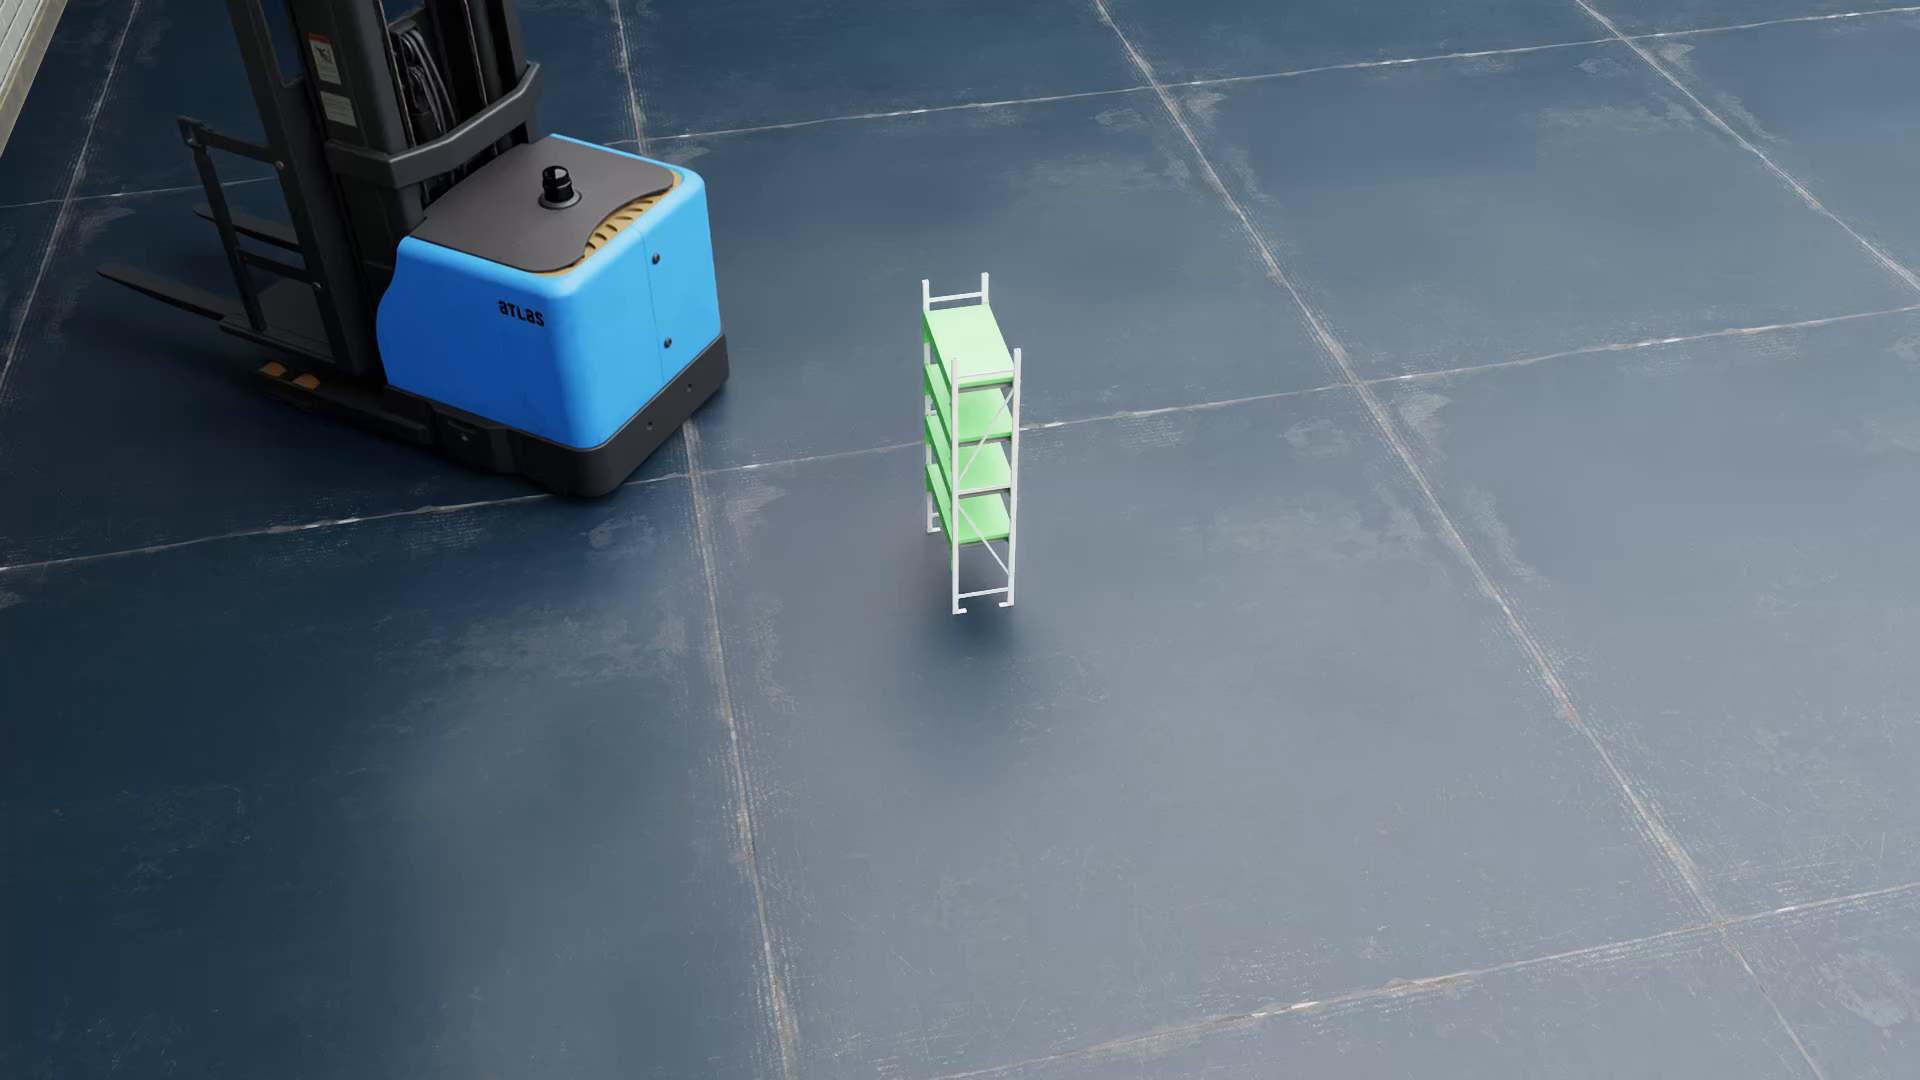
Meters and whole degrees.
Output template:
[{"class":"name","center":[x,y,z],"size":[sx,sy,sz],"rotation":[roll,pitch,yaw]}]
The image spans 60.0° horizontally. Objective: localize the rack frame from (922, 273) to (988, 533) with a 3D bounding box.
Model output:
[{"class":"rack frame","center":[-0.017,-0.500,6.409],"size":[0.240,1.200,0.015],"rotation":[-8,42,-9]}]

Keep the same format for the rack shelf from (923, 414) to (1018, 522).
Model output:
[{"class":"rack shelf","center":[0.036,-0.294,6.273],"size":[0.258,0.148,0.480],"rotation":[-8,42,-9]}]

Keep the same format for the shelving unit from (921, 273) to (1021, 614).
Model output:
[{"class":"shelving unit","center":[0.036,-0.341,6.231],"size":[0.258,1.200,0.503],"rotation":[-8,42,-9]}]

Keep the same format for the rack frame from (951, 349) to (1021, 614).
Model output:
[{"class":"rack frame","center":[0.088,-0.183,6.053],"size":[0.240,1.200,0.015],"rotation":[-8,42,-9]}]

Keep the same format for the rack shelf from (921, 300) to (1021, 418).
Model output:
[{"class":"rack shelf","center":[0.036,-0.653,5.955],"size":[0.258,0.148,0.480],"rotation":[-8,42,-9]}]

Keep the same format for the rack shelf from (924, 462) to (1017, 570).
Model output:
[{"class":"rack shelf","center":[0.036,-0.114,6.433],"size":[0.258,0.148,0.480],"rotation":[-8,42,-9]}]

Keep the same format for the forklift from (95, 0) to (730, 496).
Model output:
[{"class":"forklift","center":[-2.590,-1.959,6.749],"size":[3.031,2.935,1.130],"rotation":[18,45,20]}]

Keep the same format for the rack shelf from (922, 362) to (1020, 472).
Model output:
[{"class":"rack shelf","center":[0.036,-0.473,6.114],"size":[0.258,0.148,0.480],"rotation":[-8,42,-9]}]
